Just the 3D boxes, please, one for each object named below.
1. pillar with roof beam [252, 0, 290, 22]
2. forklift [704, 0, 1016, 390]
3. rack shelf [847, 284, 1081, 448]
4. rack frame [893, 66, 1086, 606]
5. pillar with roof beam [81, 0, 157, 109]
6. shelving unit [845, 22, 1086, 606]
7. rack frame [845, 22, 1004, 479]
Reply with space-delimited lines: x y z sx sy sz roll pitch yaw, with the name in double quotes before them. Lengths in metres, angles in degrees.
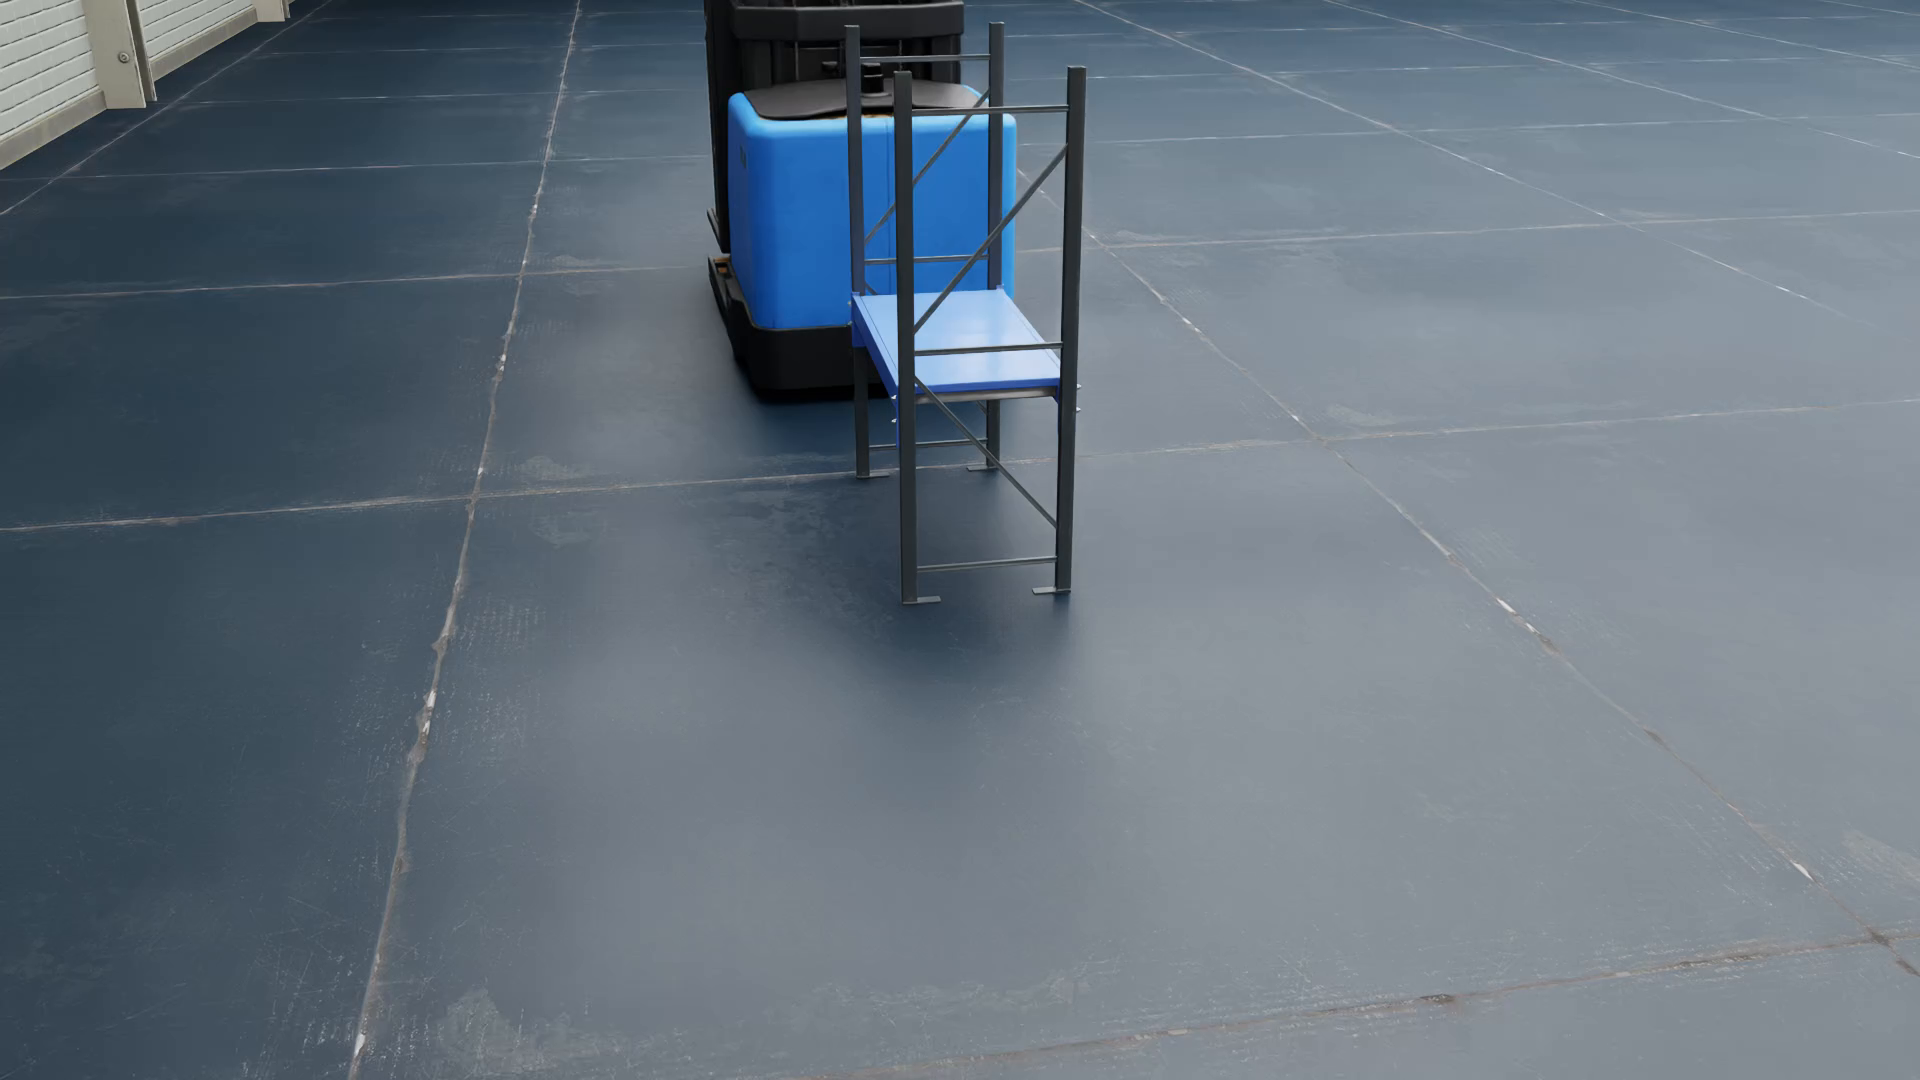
"pillar with roof beam" -3.428 -10.240 17.453 9.100 9.000 0.400 -4 24 -10
"forklift" -0.591 -2.482 7.270 1.130 2.935 3.031 -5 24 -11
"rack shelf" -0.016 -0.556 5.099 0.538 0.185 1.000 -4 24 -10
"rack frame" 0.078 -0.521 4.569 0.500 1.500 0.032 -4 24 -10
"pillar with roof beam" -2.318 -7.880 12.049 9.100 9.000 0.400 -4 24 -10
"shelving unit" -0.016 -0.721 5.027 0.538 1.500 1.048 -4 24 -10
"rack frame" -0.110 -0.921 5.484 0.500 1.500 0.032 -4 24 -10
